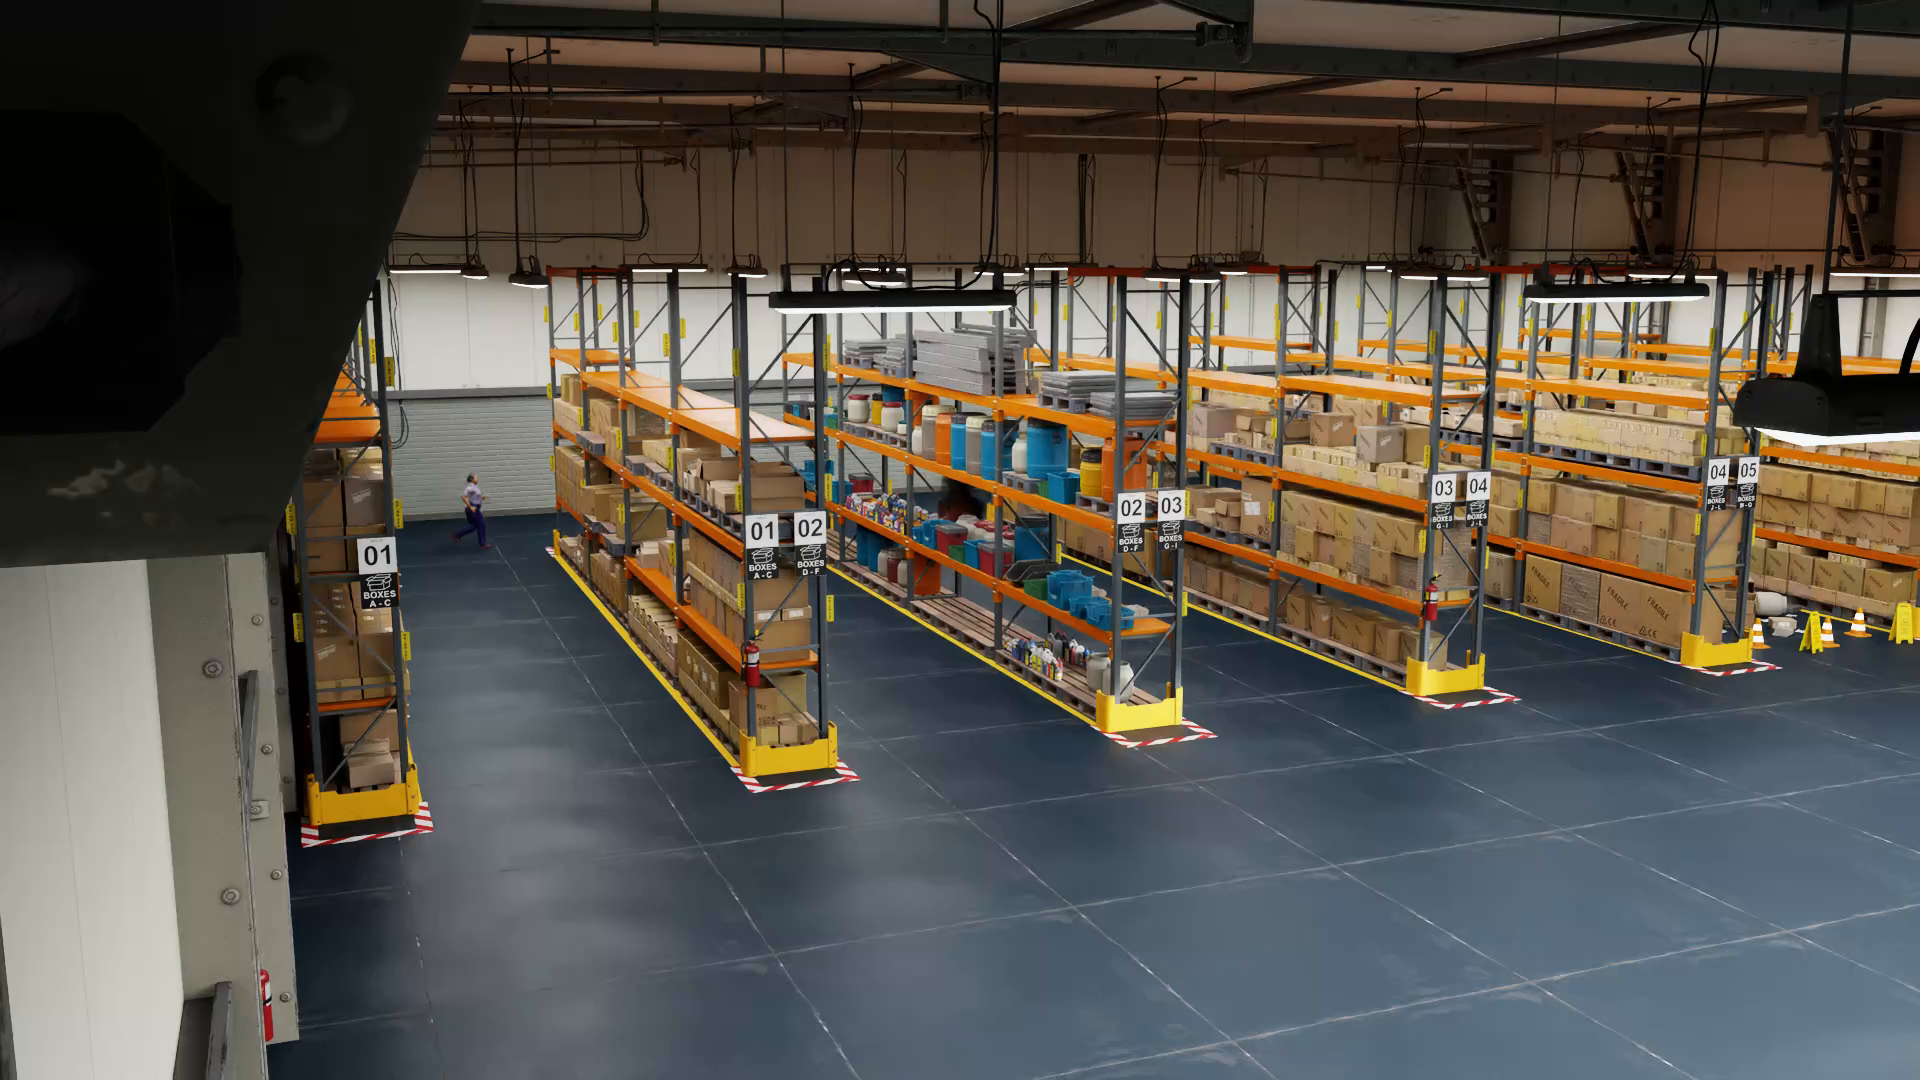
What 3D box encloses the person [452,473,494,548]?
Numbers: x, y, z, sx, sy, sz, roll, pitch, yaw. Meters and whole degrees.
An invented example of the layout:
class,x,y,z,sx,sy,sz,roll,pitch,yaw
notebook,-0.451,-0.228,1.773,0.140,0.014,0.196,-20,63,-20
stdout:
class,x,y,z,sx,sy,sz,roll,pitch,yaw
person,-10.421,-0.621,35.447,0.848,1.626,0.600,-3,10,-18
